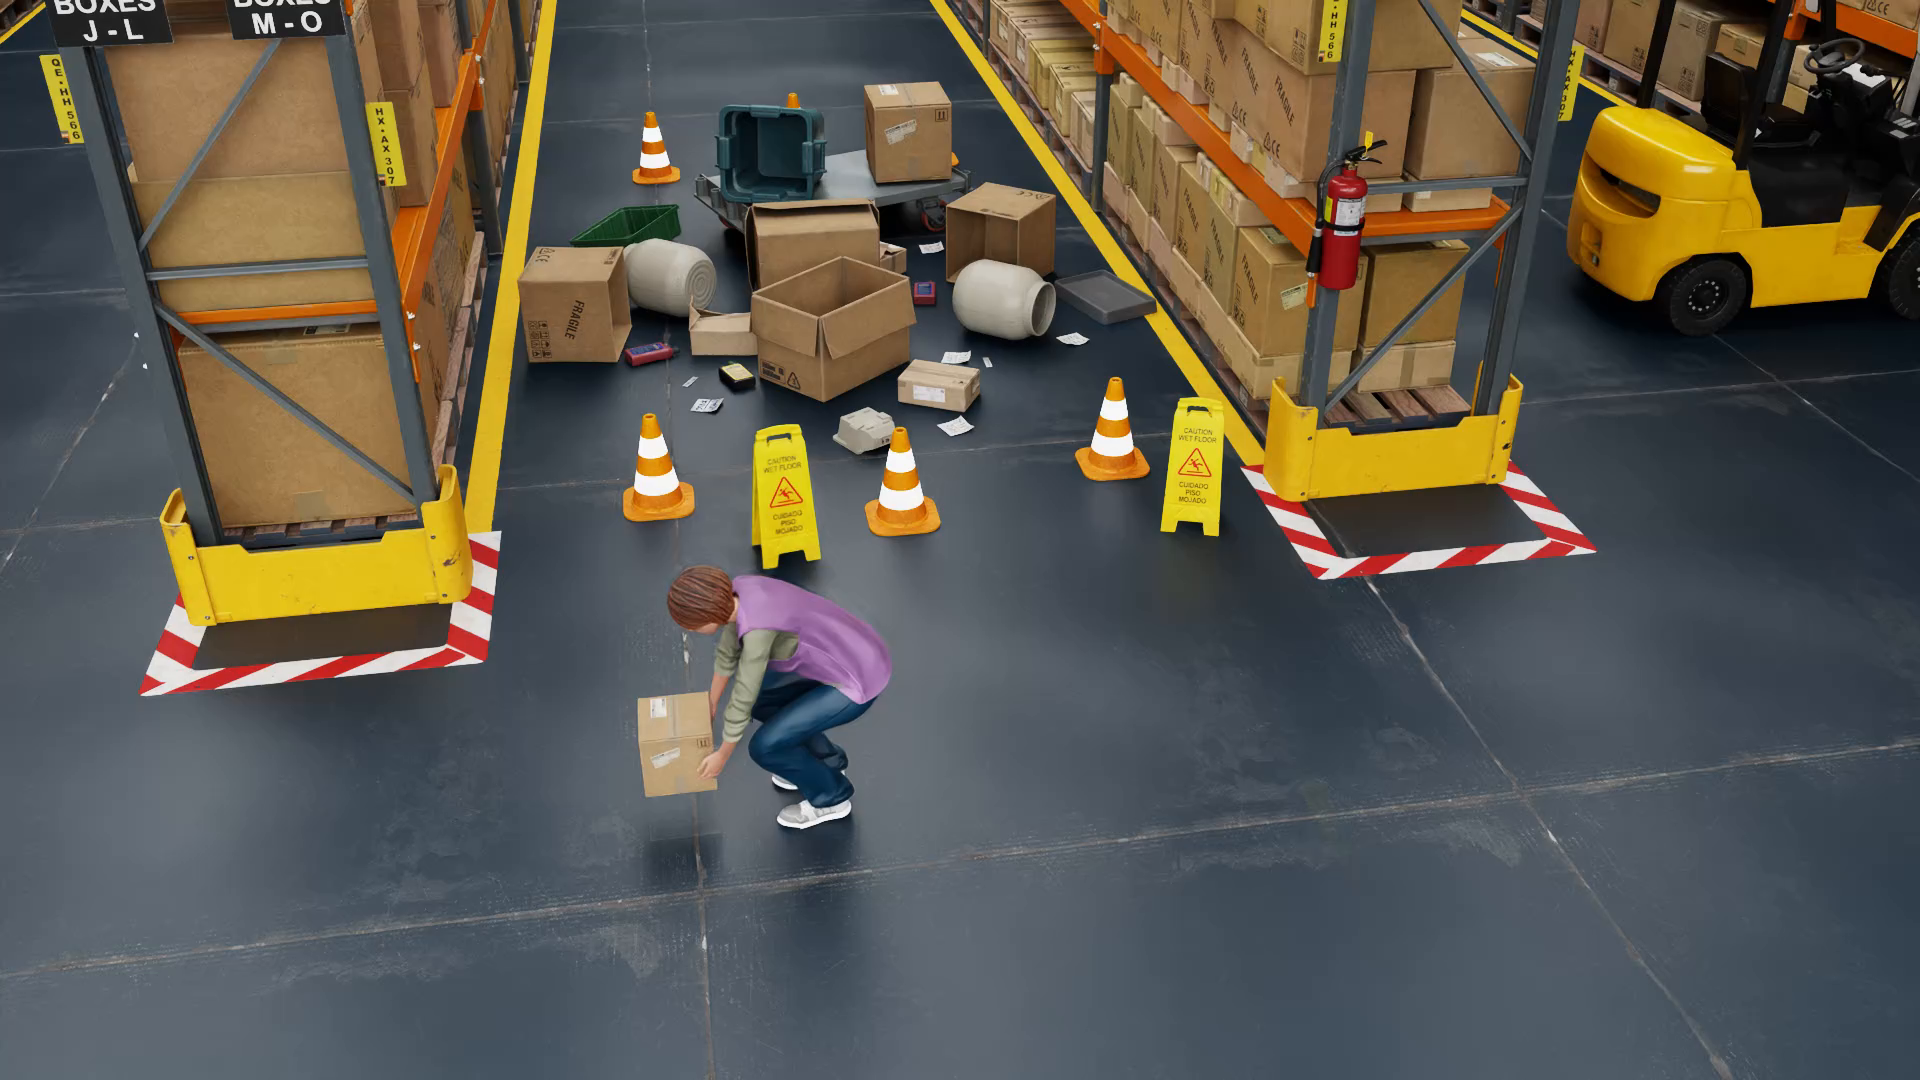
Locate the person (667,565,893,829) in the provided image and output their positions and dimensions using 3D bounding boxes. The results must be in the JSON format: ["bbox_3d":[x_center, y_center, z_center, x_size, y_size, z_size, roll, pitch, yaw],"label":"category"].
[{"bbox_3d":[-0.604,0.529,5.801,0.752,1.048,0.460,-5,32,-9],"label":"person"}]
